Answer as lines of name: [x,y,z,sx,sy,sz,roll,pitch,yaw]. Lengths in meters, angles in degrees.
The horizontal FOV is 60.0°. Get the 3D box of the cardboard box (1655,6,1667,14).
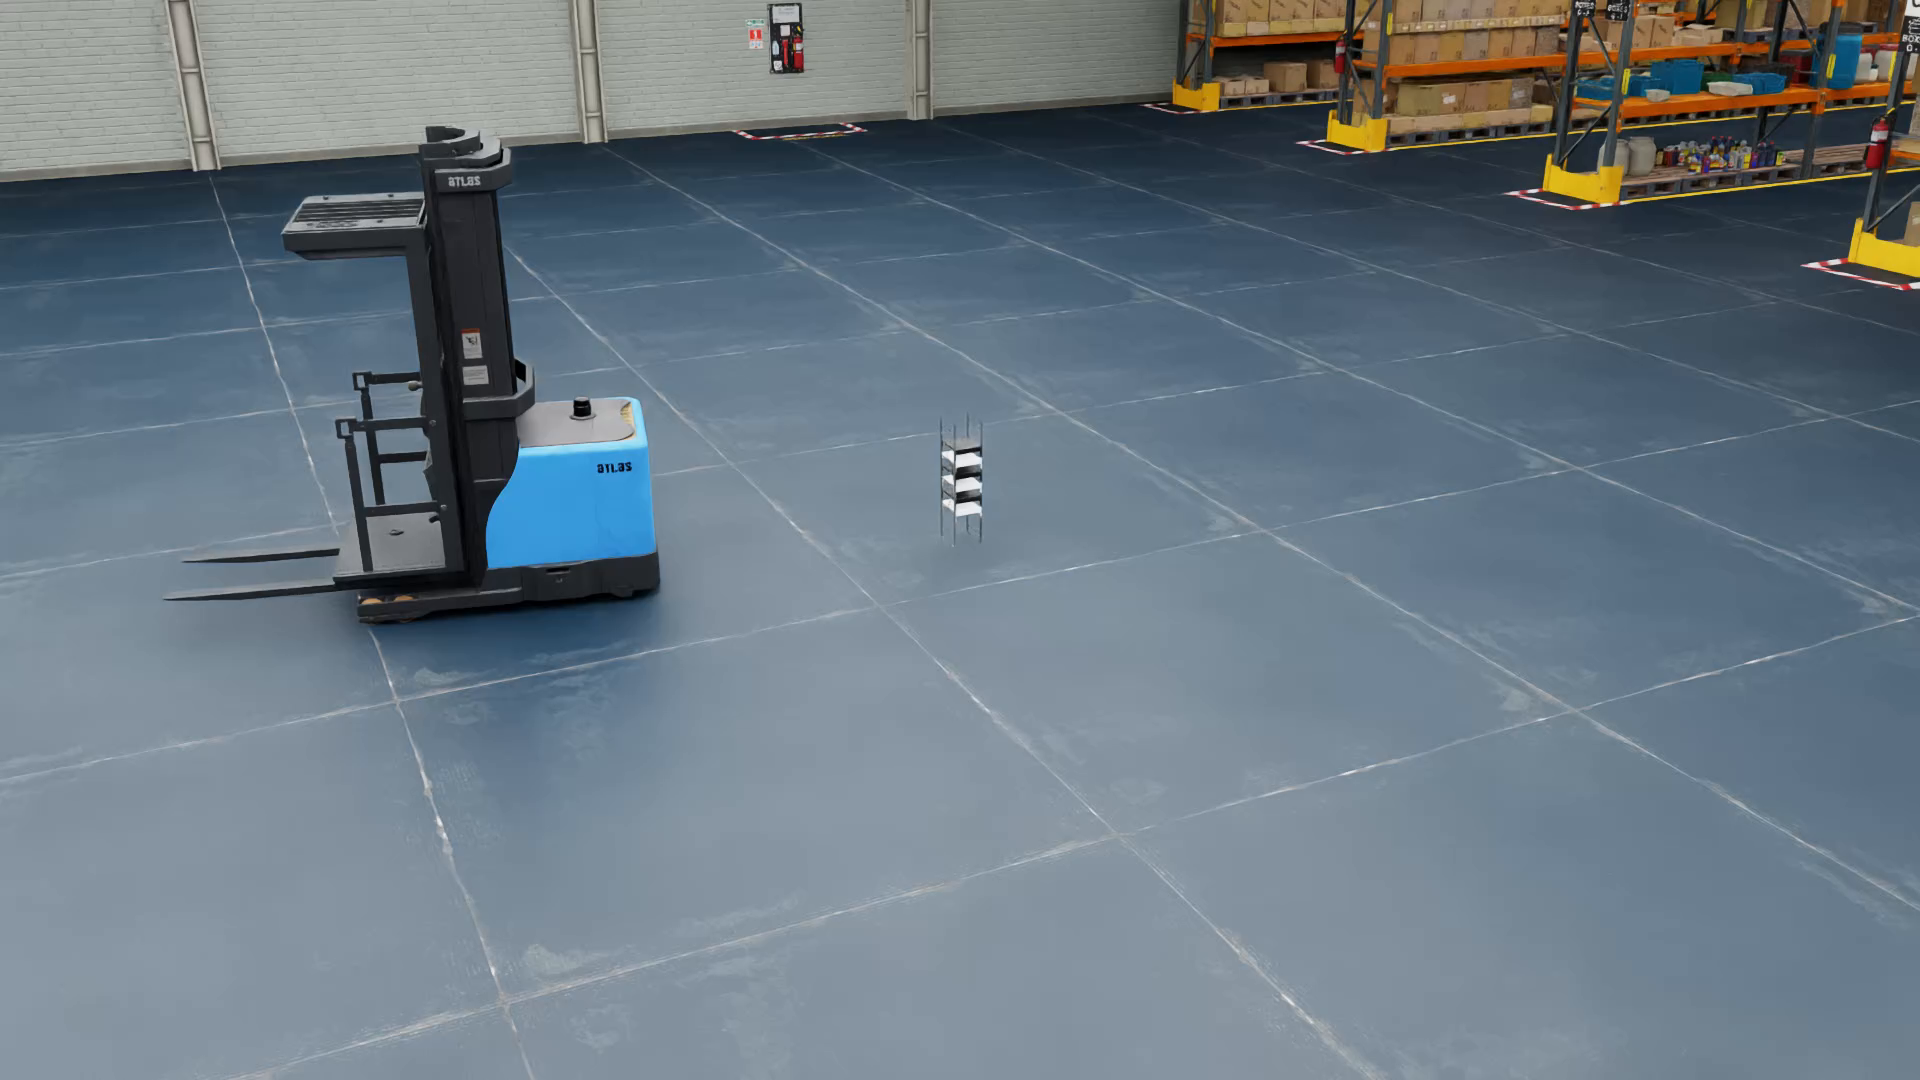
cardboard box: [14.836,-11.323,35.486,0.250,0.149,0.380,-10,24,-23]

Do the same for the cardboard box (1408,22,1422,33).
cardboard box: [7.257,-8.318,26.945,0.250,0.149,0.380,-11,25,-25]

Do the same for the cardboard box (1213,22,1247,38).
cardboard box: [4.999,-9.555,31.081,0.500,0.250,0.500,-11,25,-25]

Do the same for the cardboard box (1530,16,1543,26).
cardboard box: [9.567,-8.743,27.970,0.250,0.149,0.380,-11,25,-25]

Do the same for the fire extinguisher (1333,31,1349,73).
fire extinguisher: [6.266,-8.042,27.356,0.183,0.674,0.296,-10,25,-24]

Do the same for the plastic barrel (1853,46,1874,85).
plastic barrel: [13.280,-7.039,24.654,0.433,0.535,0.433,0,22,0]

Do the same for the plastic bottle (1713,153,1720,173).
plastic bottle: [10.886,-5.439,23.959,0.097,0.271,0.097,0,22,0]

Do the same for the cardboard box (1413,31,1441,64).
cardboard box: [7.471,-8.145,27.374,0.500,0.500,0.700,-10,24,-22]

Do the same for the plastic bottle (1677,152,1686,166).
plastic bottle: [10.618,-5.611,24.466,0.097,0.201,0.097,0,22,0]

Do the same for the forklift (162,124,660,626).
forklift: [-3.536,-1.039,10.427,3.031,2.935,1.130,-5,23,-12]

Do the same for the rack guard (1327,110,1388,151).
rack guard: [6.552,-6.778,27.470,0.348,0.500,1.175,-10,25,-24]

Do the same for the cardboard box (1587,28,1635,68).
cardboard box: [13.906,-10.534,35.537,0.750,0.750,0.750,-10,24,-22]

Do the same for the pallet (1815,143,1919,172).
pallet: [14.114,-5.952,25.852,1.213,0.211,1.003,-10,25,-24]

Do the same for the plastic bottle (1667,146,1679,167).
plastic bottle: [10.469,-5.629,24.403,0.133,0.283,0.061,-10,25,-24]

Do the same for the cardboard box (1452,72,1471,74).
cardboard box: [10.054,-9.744,34.060,0.500,0.500,0.700,-11,25,-24]

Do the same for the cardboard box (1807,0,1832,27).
cardboard box: [15.821,-9.853,30.952,0.500,0.500,0.700,-18,29,-37]

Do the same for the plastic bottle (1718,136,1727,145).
plastic bottle: [11.415,-5.881,24.924,0.185,0.351,0.144,-10,24,-22]

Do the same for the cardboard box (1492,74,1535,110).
cardboard box: [9.399,-7.639,28.349,0.500,0.500,0.500,-10,25,-24]

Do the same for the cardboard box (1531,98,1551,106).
cardboard box: [10.426,-7.693,29.458,0.500,0.250,0.500,-11,25,-24]

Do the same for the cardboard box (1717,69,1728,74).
cardboard box: [14.523,-8.548,31.172,0.500,0.500,0.500,-9,24,-22]

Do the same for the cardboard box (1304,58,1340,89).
cardboard box: [7.108,-9.169,32.672,0.500,0.500,0.500,-12,26,-28]

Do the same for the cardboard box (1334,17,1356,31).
cardboard box: [7.278,-9.984,32.118,0.500,0.250,0.500,-10,25,-23]

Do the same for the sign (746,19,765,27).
sign: [-3.507,-8.868,28.513,0.331,0.109,0.001,-10,25,-24]

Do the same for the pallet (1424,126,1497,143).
pallet: [8.342,-6.991,28.362,1.213,0.211,1.003,-10,25,-24]

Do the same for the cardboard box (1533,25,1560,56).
cardboard box: [9.781,-8.571,28.403,0.500,0.500,0.700,-11,25,-25]

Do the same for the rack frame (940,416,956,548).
rack frame: [-0.084,-0.400,11.540,0.006,0.900,0.240,-10,25,-24]

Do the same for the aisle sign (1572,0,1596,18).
aisle sign: [8.525,-7.521,22.598,0.004,0.787,0.394,-10,25,-24]

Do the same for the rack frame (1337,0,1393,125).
rack frame: [6.574,-7.937,27.002,0.127,3.000,1.000,-10,25,-24]

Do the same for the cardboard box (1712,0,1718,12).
cardboard box: [16.390,-11.976,36.368,0.700,0.700,0.980,-11,25,-25]

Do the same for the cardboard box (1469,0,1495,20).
cardboard box: [8.424,-8.920,27.551,0.500,0.500,0.700,-10,25,-24]

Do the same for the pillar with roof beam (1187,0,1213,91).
pillar with roof beam: [6.544,-11.346,27.394,0.400,9.000,9.100,-10,25,-24]

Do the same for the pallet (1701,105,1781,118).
pallet: [14.471,-8.086,31.009,1.213,0.211,1.003,-10,25,-24]

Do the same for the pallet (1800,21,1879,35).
pallet: [16.619,-9.744,31.618,1.213,0.211,1.003,-10,25,-24]

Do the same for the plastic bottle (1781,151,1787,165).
plastic bottle: [12.131,-5.635,24.526,0.097,0.201,0.097,0,22,0]

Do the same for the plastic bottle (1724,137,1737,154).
plastic bottle: [11.478,-5.831,24.804,0.185,0.351,0.144,-10,25,-24]

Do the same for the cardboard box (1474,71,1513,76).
cardboard box: [9.177,-7.816,28.775,0.500,0.500,0.500,-10,25,-24]

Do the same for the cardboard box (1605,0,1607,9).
cardboard box: [13.568,-11.410,34.847,0.500,0.500,0.500,-10,24,-22]

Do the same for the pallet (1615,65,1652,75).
pallet: [14.572,-10.192,36.095,1.213,0.211,1.003,-10,25,-24]

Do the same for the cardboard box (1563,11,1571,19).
cardboard box: [12.534,-10.892,34.444,0.250,0.149,0.380,-10,24,-22]

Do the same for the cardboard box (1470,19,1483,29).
cardboard box: [8.406,-8.528,27.452,0.250,0.149,0.380,-10,25,-23]

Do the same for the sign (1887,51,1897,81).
sign: [10.644,-5.398,18.941,0.005,0.325,0.100,-10,25,-24]

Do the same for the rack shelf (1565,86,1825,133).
rack shelf: [10.521,-6.229,23.816,4.000,0.370,1.077,-10,25,-24]

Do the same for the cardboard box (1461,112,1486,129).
cardboard box: [8.506,-7.121,28.077,0.500,0.250,0.500,-10,25,-24]

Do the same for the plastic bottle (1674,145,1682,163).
plastic bottle: [10.547,-5.685,24.548,0.135,0.276,0.152,-11,25,-25]

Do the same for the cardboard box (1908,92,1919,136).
cardboard box: [11.374,-4.788,18.875,0.500,0.500,0.875,-10,25,-24]

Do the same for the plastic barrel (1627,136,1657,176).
plastic barrel: [9.730,-5.492,23.800,0.421,0.512,0.421,0,22,0]

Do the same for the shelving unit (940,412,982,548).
shelving unit: [0.007,-0.417,11.581,0.210,0.900,0.258,-10,25,-24]

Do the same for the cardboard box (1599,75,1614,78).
cardboard box: [11.790,-8.202,29.954,0.500,0.311,0.500,-11,25,-24]

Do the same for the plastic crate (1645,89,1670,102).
plastic crate: [9.664,-6.145,23.018,0.250,0.136,0.298,-10,25,-24]

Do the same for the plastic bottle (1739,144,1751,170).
plastic bottle: [11.404,-5.580,24.198,0.185,0.351,0.144,-11,25,-24]

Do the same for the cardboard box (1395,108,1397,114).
cardboard box: [7.374,-7.138,28.119,0.500,0.250,0.500,-10,25,-24]

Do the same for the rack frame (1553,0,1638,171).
rack frame: [8.719,-6.229,22.877,0.127,3.000,1.000,-10,25,-24]

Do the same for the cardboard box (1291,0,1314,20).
cardboard box: [6.360,-10.157,31.556,0.500,0.500,0.500,-10,24,-22]

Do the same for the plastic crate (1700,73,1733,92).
plastic crate: [10.977,-6.667,24.211,0.662,0.188,0.450,-10,25,-24]

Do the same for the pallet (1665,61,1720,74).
pallet: [15.954,-10.445,36.706,1.213,0.211,1.003,-10,25,-24]

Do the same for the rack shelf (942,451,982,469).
rack shelf: [0.007,-0.553,11.525,0.200,0.077,0.258,-10,25,-24]

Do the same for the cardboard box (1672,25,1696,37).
cardboard box: [12.892,-9.141,30.028,0.500,0.311,0.500,-11,25,-24]
